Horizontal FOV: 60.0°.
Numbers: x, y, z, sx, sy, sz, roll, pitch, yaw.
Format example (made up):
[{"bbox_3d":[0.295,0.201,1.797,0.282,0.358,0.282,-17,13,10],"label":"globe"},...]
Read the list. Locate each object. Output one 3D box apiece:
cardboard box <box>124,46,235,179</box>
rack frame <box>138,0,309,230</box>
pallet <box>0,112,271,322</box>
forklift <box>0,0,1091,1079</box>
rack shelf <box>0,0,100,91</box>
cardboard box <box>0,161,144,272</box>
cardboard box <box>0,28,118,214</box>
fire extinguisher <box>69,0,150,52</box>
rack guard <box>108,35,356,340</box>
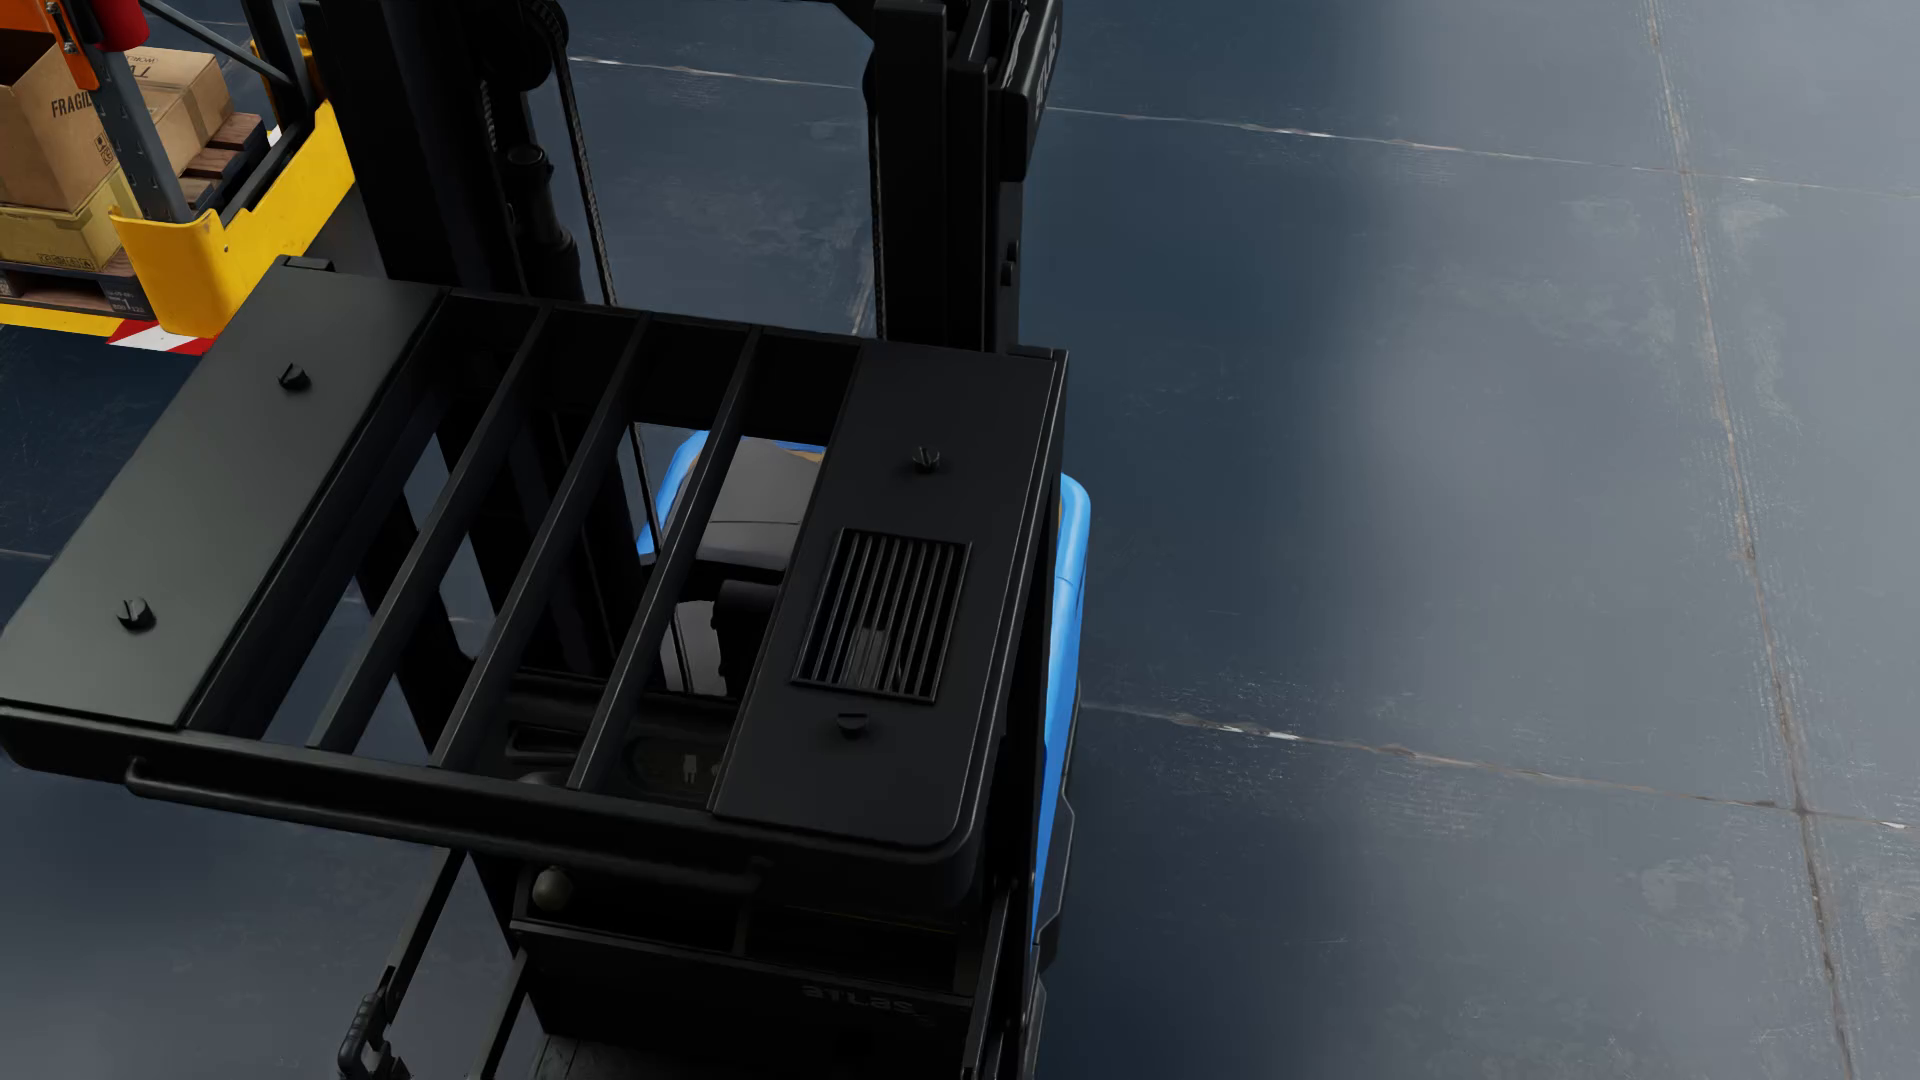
[{"bbox_3d":[-3.106,-1.608,6.244,0.500,0.250,0.500,8,49,7],"label":"cardboard box"},{"bbox_3d":[-2.618,-2.150,5.166,0.053,2.616,0.949,8,49,7],"label":"rack frame"},{"bbox_3d":[-3.378,-1.291,6.268,1.213,0.211,1.003,8,49,7],"label":"pallet"},{"bbox_3d":[-0.448,0.595,2.745,1.130,2.935,3.031,8,49,7],"label":"forklift"},{"bbox_3d":[-4.586,-2.177,5.673,4.000,0.370,1.077,8,49,7],"label":"rack shelf"},{"bbox_3d":[-3.198,-1.229,5.904,0.500,0.250,0.500,8,49,7],"label":"cardboard box"},{"bbox_3d":[-3.198,-1.478,5.623,0.500,0.500,0.500,8,49,7],"label":"cardboard box"},{"bbox_3d":[-2.584,-1.771,4.877,0.183,0.674,0.296,8,49,7],"label":"fire extinguisher"},{"bbox_3d":[-2.594,-1.314,6.095,0.348,0.500,1.175,8,49,7],"label":"rack guard"}]
